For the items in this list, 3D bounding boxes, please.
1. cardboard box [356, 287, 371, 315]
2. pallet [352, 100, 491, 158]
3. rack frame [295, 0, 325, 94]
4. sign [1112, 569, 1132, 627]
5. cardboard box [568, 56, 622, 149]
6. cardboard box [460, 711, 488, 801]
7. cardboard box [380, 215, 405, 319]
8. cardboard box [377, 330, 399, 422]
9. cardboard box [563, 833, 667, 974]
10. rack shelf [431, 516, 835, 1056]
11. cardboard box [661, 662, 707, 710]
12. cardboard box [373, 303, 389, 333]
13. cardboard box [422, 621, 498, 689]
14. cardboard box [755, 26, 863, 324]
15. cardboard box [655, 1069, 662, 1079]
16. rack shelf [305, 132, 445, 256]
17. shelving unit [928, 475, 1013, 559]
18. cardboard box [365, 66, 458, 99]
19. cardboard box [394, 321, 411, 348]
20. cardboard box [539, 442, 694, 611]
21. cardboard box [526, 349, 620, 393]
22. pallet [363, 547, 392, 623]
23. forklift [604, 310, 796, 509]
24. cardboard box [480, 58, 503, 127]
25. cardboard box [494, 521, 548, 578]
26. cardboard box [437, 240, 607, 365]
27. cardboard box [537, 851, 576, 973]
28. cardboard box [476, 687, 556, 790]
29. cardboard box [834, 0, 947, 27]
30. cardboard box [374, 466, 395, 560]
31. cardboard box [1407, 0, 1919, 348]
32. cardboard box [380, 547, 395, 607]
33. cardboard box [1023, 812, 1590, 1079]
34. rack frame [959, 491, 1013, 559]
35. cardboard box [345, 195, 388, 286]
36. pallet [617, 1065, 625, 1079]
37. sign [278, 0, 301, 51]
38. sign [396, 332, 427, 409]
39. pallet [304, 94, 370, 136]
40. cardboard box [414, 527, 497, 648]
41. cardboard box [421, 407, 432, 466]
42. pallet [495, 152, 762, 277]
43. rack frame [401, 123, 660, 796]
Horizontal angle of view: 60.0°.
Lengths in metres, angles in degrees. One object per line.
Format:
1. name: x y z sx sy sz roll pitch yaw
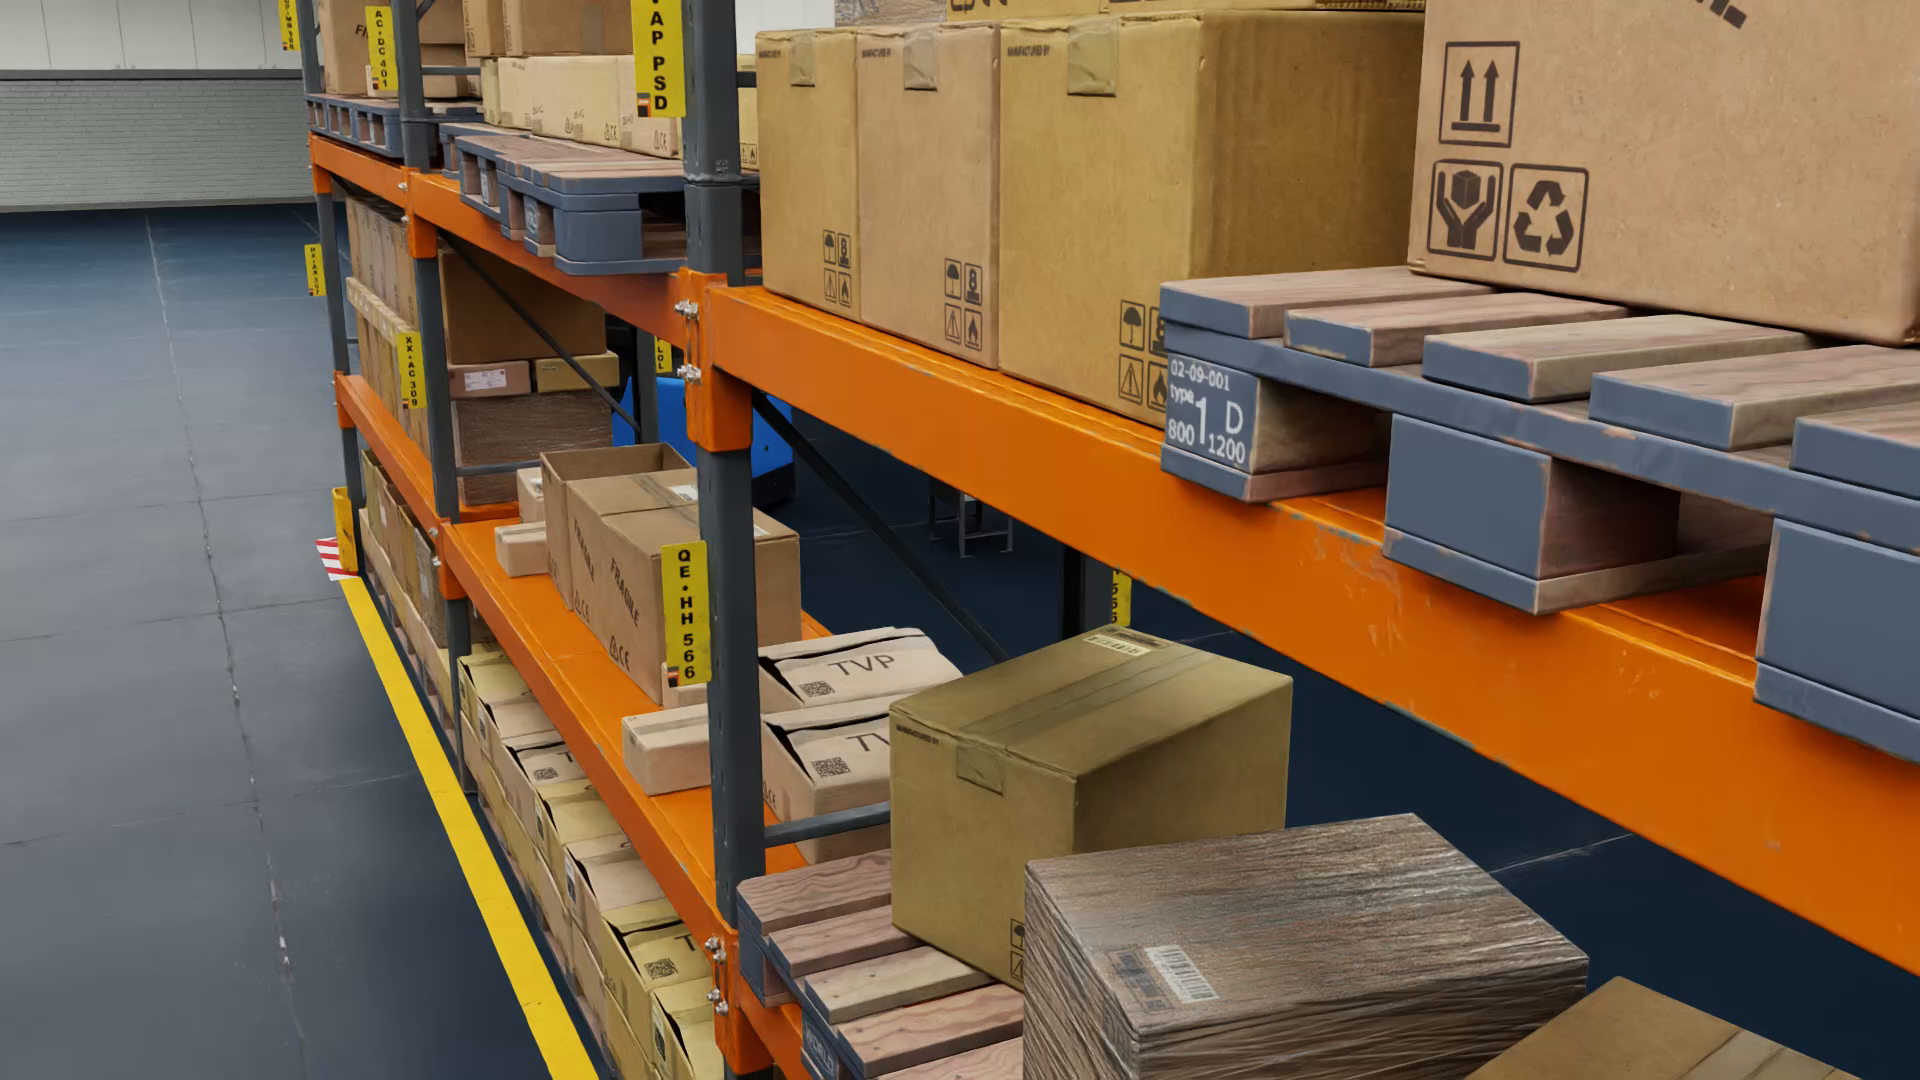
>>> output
1. cardboard box: -3.401 -1.440 9.975 0.380 0.149 0.250 -8 18 -25
2. pallet: -2.250 -1.947 7.819 1.003 0.211 1.213 -8 18 -25
3. rack frame: -3.605 -4.215 10.123 1.000 3.000 0.127 -8 18 -25
4. sign: 0.383 0.066 4.126 0.100 0.325 0.005 -8 18 -25
5. cardboard box: -0.836 -1.296 4.900 0.500 0.250 0.500 -8 18 -26
6. cardboard box: -1.899 0.911 7.363 0.500 0.250 0.500 -8 18 -26
7. cardboard box: -2.713 -1.493 8.983 0.700 0.500 0.500 -8 18 -25
8. cardboard box: -2.966 -1.008 9.645 0.700 0.500 0.500 -8 18 -25
9. cardboard box: -1.004 1.149 5.515 0.500 0.311 0.500 -8 18 -25
10. rack shelf: -0.977 0.503 5.866 1.077 0.370 4.000 -8 18 -25
11. cardboard box: -0.710 0.464 5.151 0.380 0.149 0.250 -6 17 -21
12. cardboard box: -3.061 -1.248 9.306 0.380 0.149 0.250 -8 18 -26
13. cardboard box: -2.463 0.567 8.561 0.500 0.250 0.500 -8 18 -25
14. cardboard box: 0.121 -0.733 3.248 0.910 0.500 0.500 -8 18 -25
15. cardboard box: -0.550 1.671 4.712 0.500 0.250 0.500 -7 18 -24
16. rack shelf: -2.729 -1.931 8.908 1.077 0.370 4.000 -8 18 -25
17. shelving unit: 0.073 -0.968 11.318 0.431 2.100 0.503 -8 18 -25
18. cardboard box: -2.627 -2.195 7.965 0.380 0.149 0.250 -8 18 -25
19. cardboard box: -2.720 -1.056 8.634 0.380 0.149 0.250 -7 17 -23
20. cardboard box: -1.300 -0.064 6.355 0.500 0.500 0.500 -6 17 -21
21. cardboard box: -1.797 -0.789 7.705 0.380 0.149 0.250 -8 18 -25
22. pallet: -3.233 0.194 10.692 1.003 0.211 1.213 -8 18 -25
23. forklift: -2.823 -1.770 12.605 3.031 2.935 1.130 7 18 24
24. cardboard box: -1.592 -1.757 6.507 0.500 0.250 0.500 -6 17 -19
25. cardboard box: -1.648 0.026 6.677 0.380 0.149 0.250 -8 18 -25
26. cardboard box: -2.053 -1.120 7.683 0.700 0.500 0.500 -8 18 -25
27. cardboard box: -1.225 1.292 6.034 0.500 0.250 0.500 -7 18 -24
28. cardboard box: -1.681 0.768 6.842 0.500 0.311 0.500 -8 18 -26
29. cardboard box: 0.085 -1.209 3.093 0.500 0.500 0.500 -8 18 -25
30. cardboard box: -3.119 -0.166 9.754 0.500 0.500 0.500 -8 18 -25
31. cardboard box: 0.911 -0.559 1.700 0.600 0.600 0.600 -8 18 -27
32. cardboard box: -3.129 0.196 9.852 0.500 0.250 0.500 -8 18 -25
33. cardboard box: 0.506 0.795 2.599 0.700 0.500 0.500 -4 17 -14
34. rack frame: 0.179 -0.908 11.107 0.400 2.100 0.015 -8 18 -25
35. cardboard box: -3.389 -1.872 10.304 0.700 0.500 0.500 -8 18 -25
36. pallet: -0.426 1.784 5.151 1.003 0.211 1.213 -8 18 -25
37. sign: -4.107 -3.165 10.177 0.100 0.325 0.005 -8 18 -25
38. sign: -2.351 -0.726 7.129 0.100 0.325 0.005 -8 18 -25
39. pallet: -3.319 -2.552 9.927 1.003 0.211 1.213 -8 18 -25
40. cardboard box: -2.461 0.206 8.458 0.500 0.500 0.500 -8 18 -25
41. cardboard box: -2.290 -0.626 8.314 0.700 0.500 0.500 -8 18 -25
42. pallet: -0.478 -0.856 4.199 1.213 0.211 1.003 -7 17 -22
43. rack frame: -1.853 -0.339 7.495 1.000 3.000 0.127 -8 18 -25
